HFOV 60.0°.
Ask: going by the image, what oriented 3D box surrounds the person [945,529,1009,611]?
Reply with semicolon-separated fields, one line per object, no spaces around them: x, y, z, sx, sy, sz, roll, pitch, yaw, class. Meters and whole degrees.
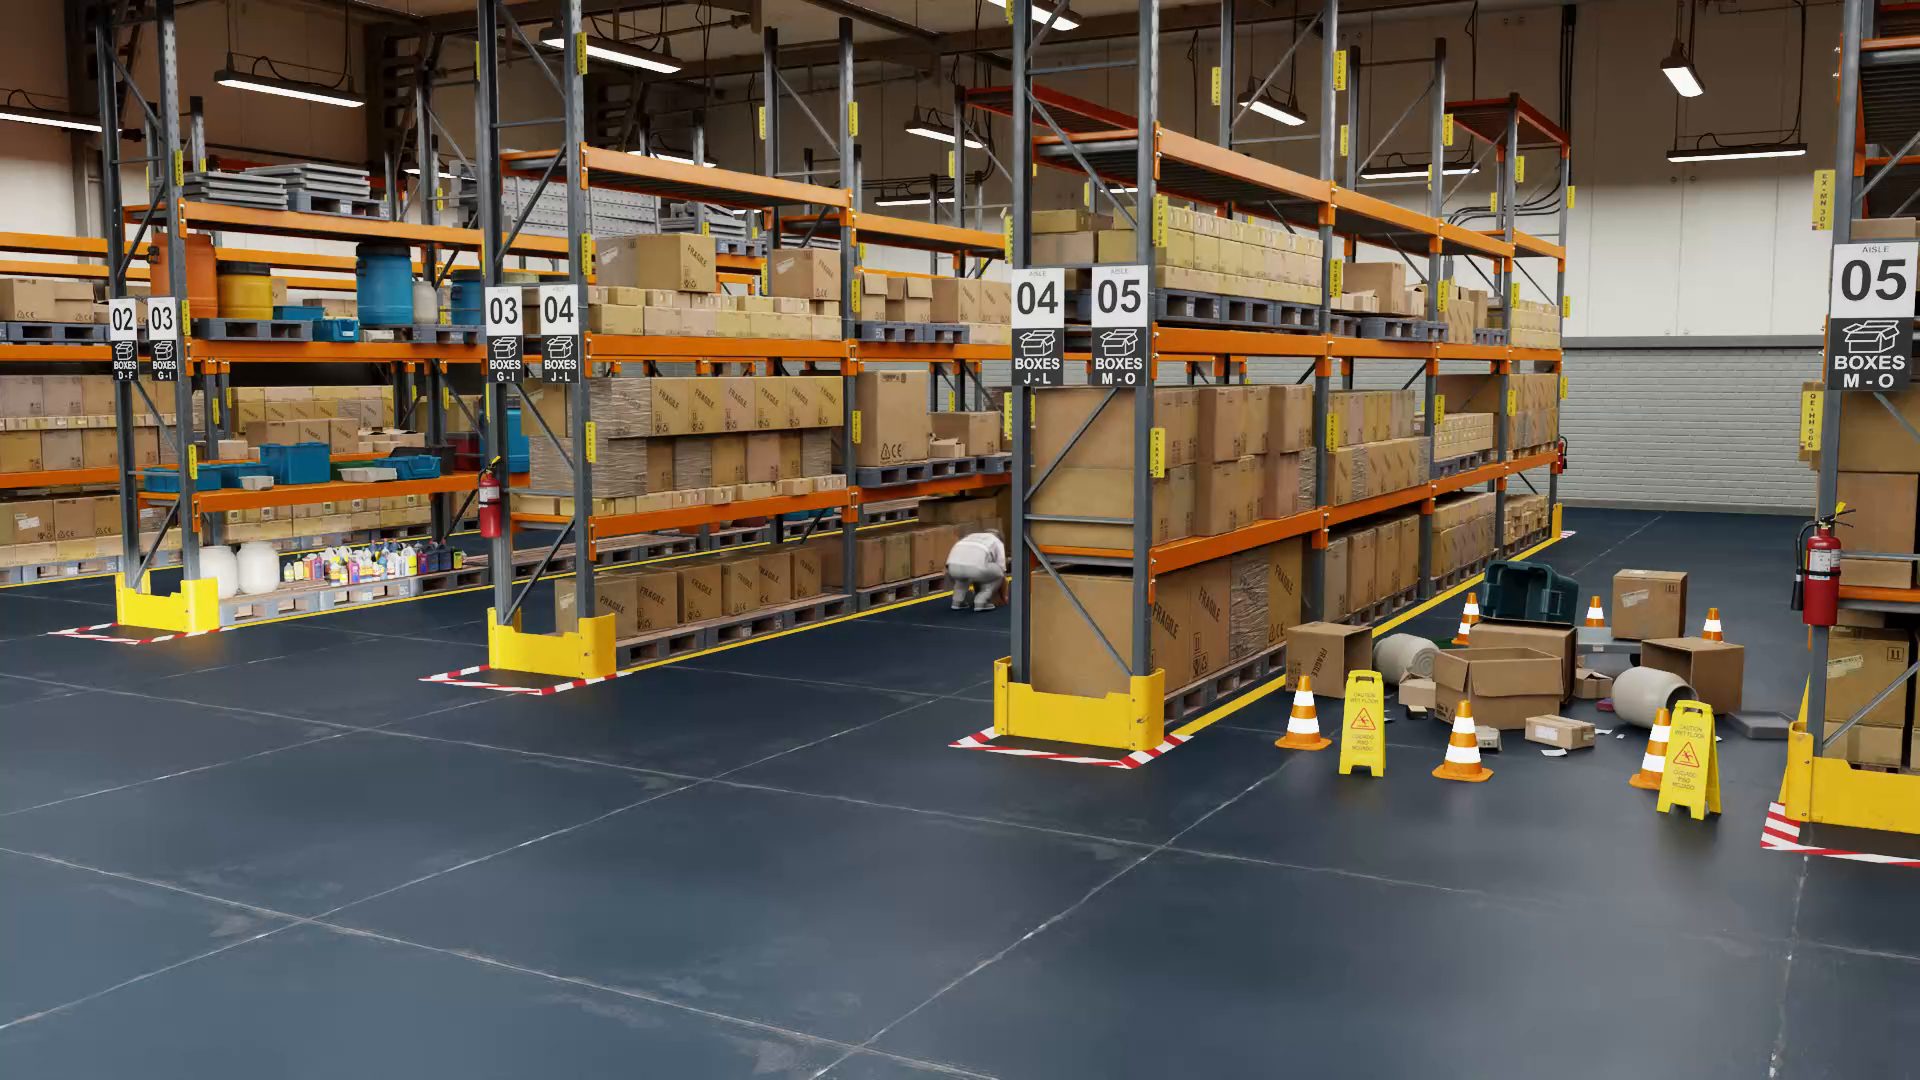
0.209;0.331;17.642;0.531;0.825;1.015;3;7;27;person
